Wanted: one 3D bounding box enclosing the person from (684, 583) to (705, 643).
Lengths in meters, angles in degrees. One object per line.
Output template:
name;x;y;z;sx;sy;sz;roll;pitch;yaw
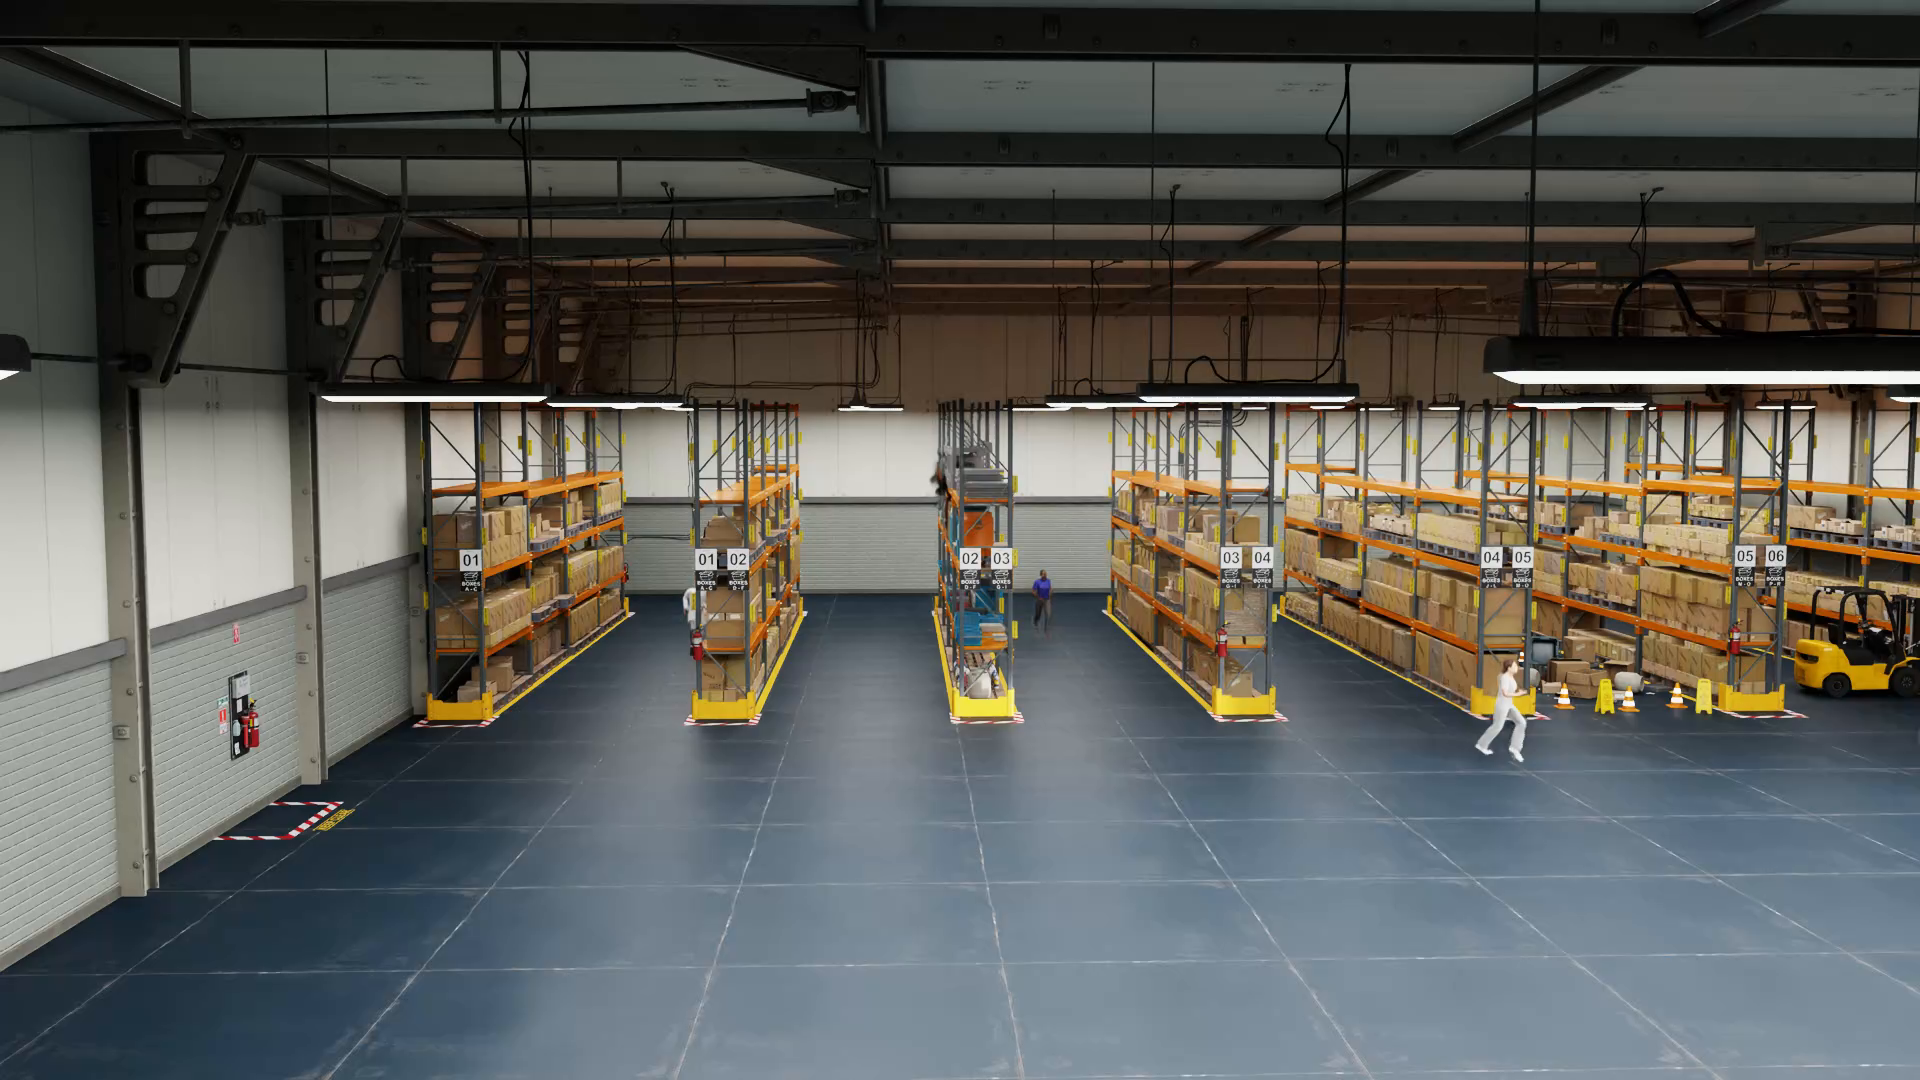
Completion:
person;-6.336;1.801;40.114;0.647;1.730;0.811;-1;4;-9

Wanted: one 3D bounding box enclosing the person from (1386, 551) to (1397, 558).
person;12.839;1.136;49.209;0.931;1.655;0.605;0;4;1

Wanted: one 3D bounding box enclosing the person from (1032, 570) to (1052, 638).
person;2.034;1.551;41.157;0.547;1.622;1.062;-1;4;-9

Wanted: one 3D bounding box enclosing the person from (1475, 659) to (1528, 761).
person;8.987;2.800;27.592;0.836;1.700;0.586;3;5;32
